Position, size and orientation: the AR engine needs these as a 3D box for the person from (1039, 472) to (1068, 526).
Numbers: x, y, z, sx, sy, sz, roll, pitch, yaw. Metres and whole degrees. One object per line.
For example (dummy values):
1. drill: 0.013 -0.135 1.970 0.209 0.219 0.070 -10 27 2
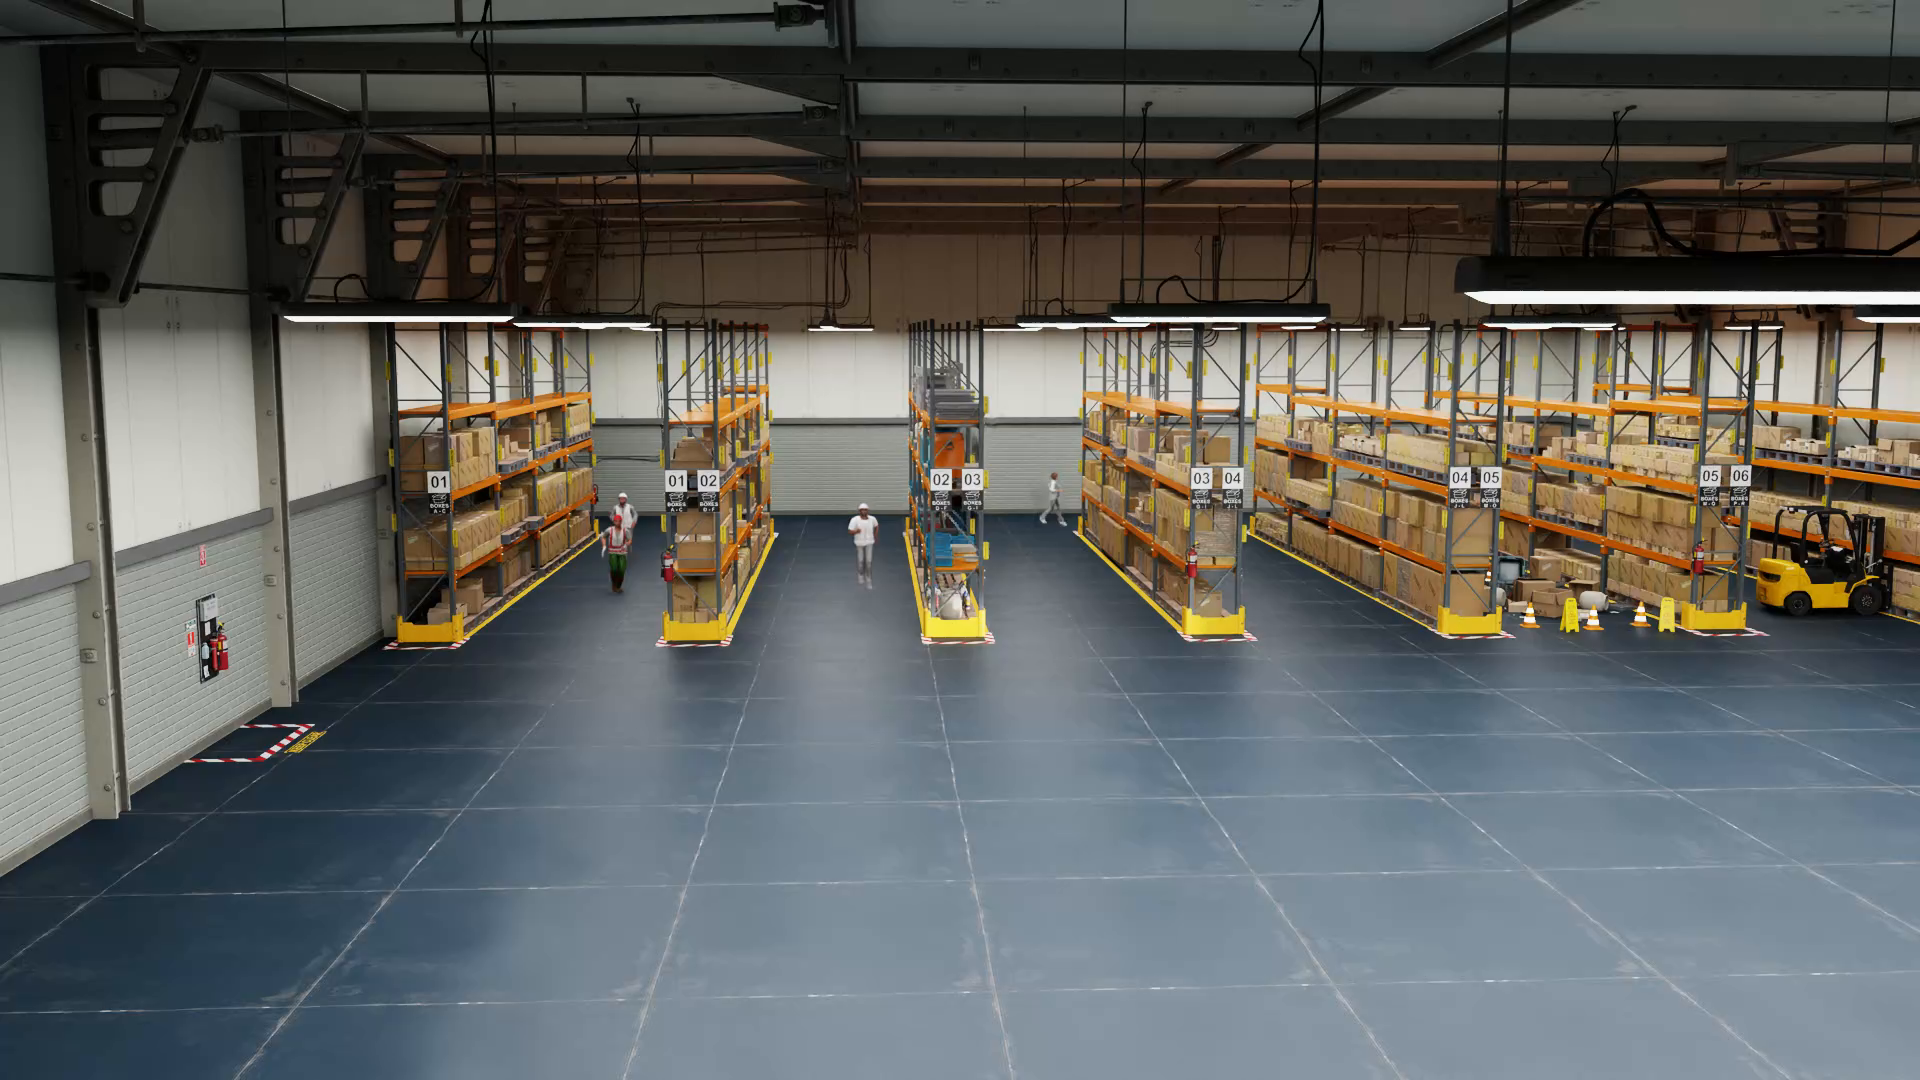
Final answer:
1. person: 2.791 -1.179 49.690 0.876 1.509 0.540 2 7 19

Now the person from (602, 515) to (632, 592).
1. person: -7.560 0.307 36.700 0.654 1.739 0.739 -2 7 -18

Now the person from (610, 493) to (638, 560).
1. person: -8.511 -0.323 42.104 0.700 1.729 0.583 -1 7 -9

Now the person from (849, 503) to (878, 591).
1. person: -2.063 0.133 35.833 0.677 1.854 0.712 -1 7 -9
